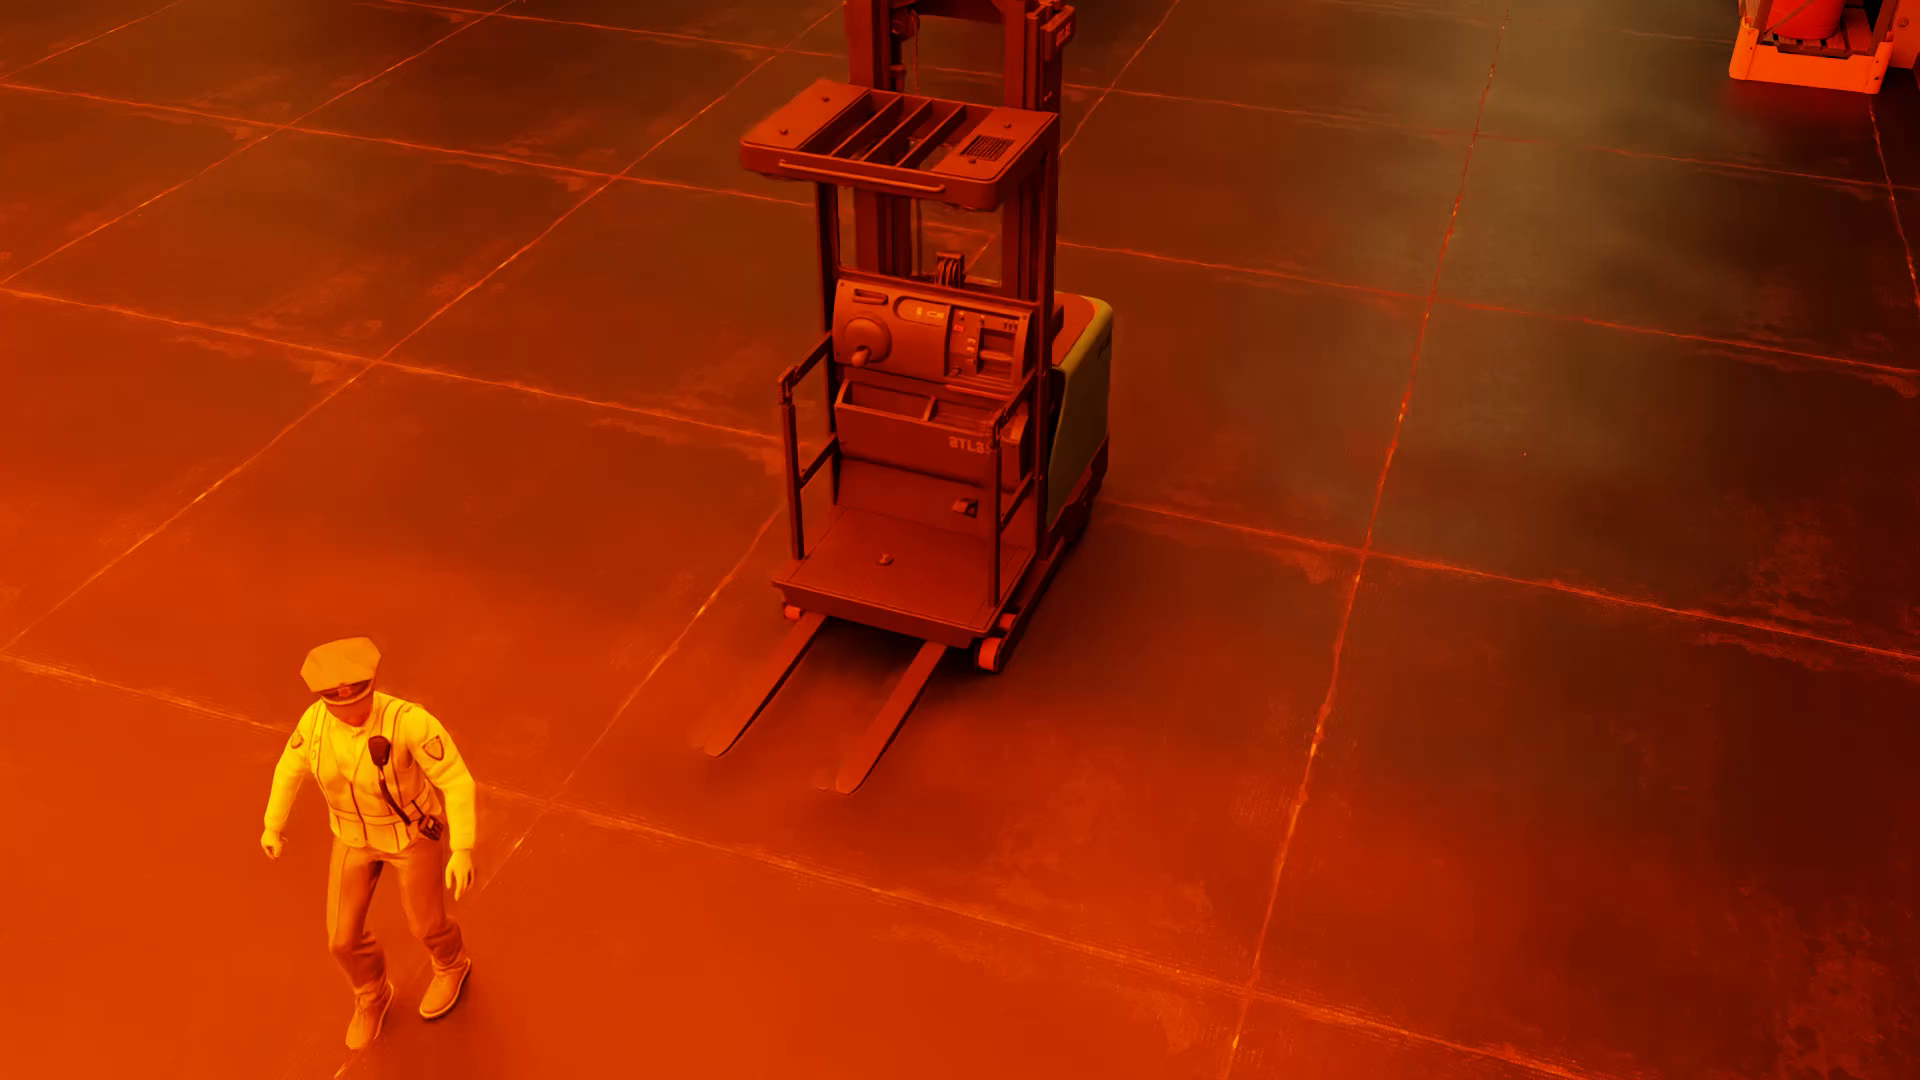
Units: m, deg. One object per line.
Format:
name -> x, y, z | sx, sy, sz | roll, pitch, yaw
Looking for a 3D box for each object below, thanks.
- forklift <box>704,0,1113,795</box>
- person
forklift -> -0.212, -0.858, 7.321 | 1.130, 2.935, 3.031 | 13, 37, 17
person -> -2.000, 1.091, 5.733 | 0.873, 1.694, 0.480 | 6, 36, 9
